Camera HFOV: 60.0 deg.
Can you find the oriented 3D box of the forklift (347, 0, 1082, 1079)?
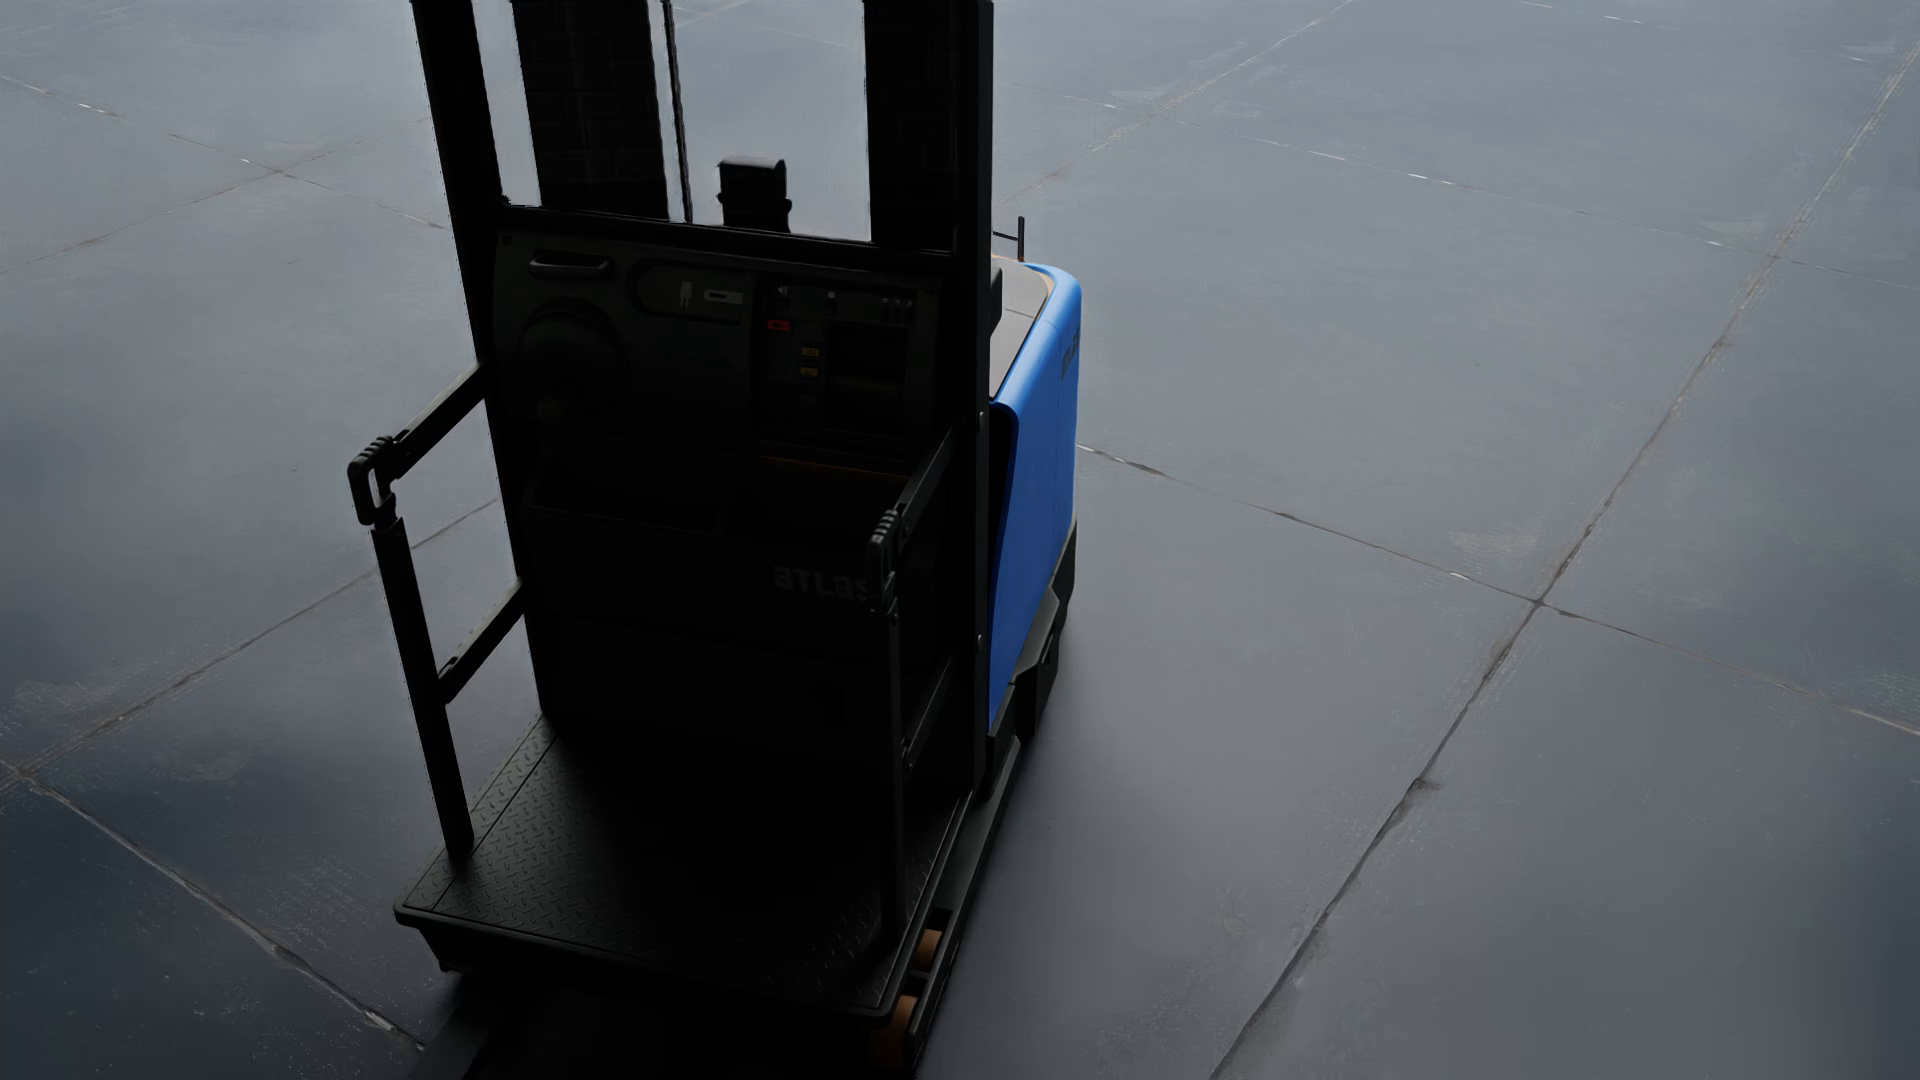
[{"bbox_3d":[-0.543,-0.322,3.110,1.130,2.935,3.031,9,35,13],"label":"forklift"}]

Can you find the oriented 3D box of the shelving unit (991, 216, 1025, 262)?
[{"bbox_3d":[0.031,-0.460,4.992,0.215,1.050,0.252,21,39,28],"label":"shelving unit"}]

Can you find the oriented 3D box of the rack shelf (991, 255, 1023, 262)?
[{"bbox_3d":[0.031,-0.686,4.839,0.215,0.259,0.240,21,39,28],"label":"rack shelf"}]

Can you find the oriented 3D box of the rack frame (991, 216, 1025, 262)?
[{"bbox_3d":[0.100,-0.516,5.075,0.200,1.050,0.008,21,39,28],"label":"rack frame"}]
